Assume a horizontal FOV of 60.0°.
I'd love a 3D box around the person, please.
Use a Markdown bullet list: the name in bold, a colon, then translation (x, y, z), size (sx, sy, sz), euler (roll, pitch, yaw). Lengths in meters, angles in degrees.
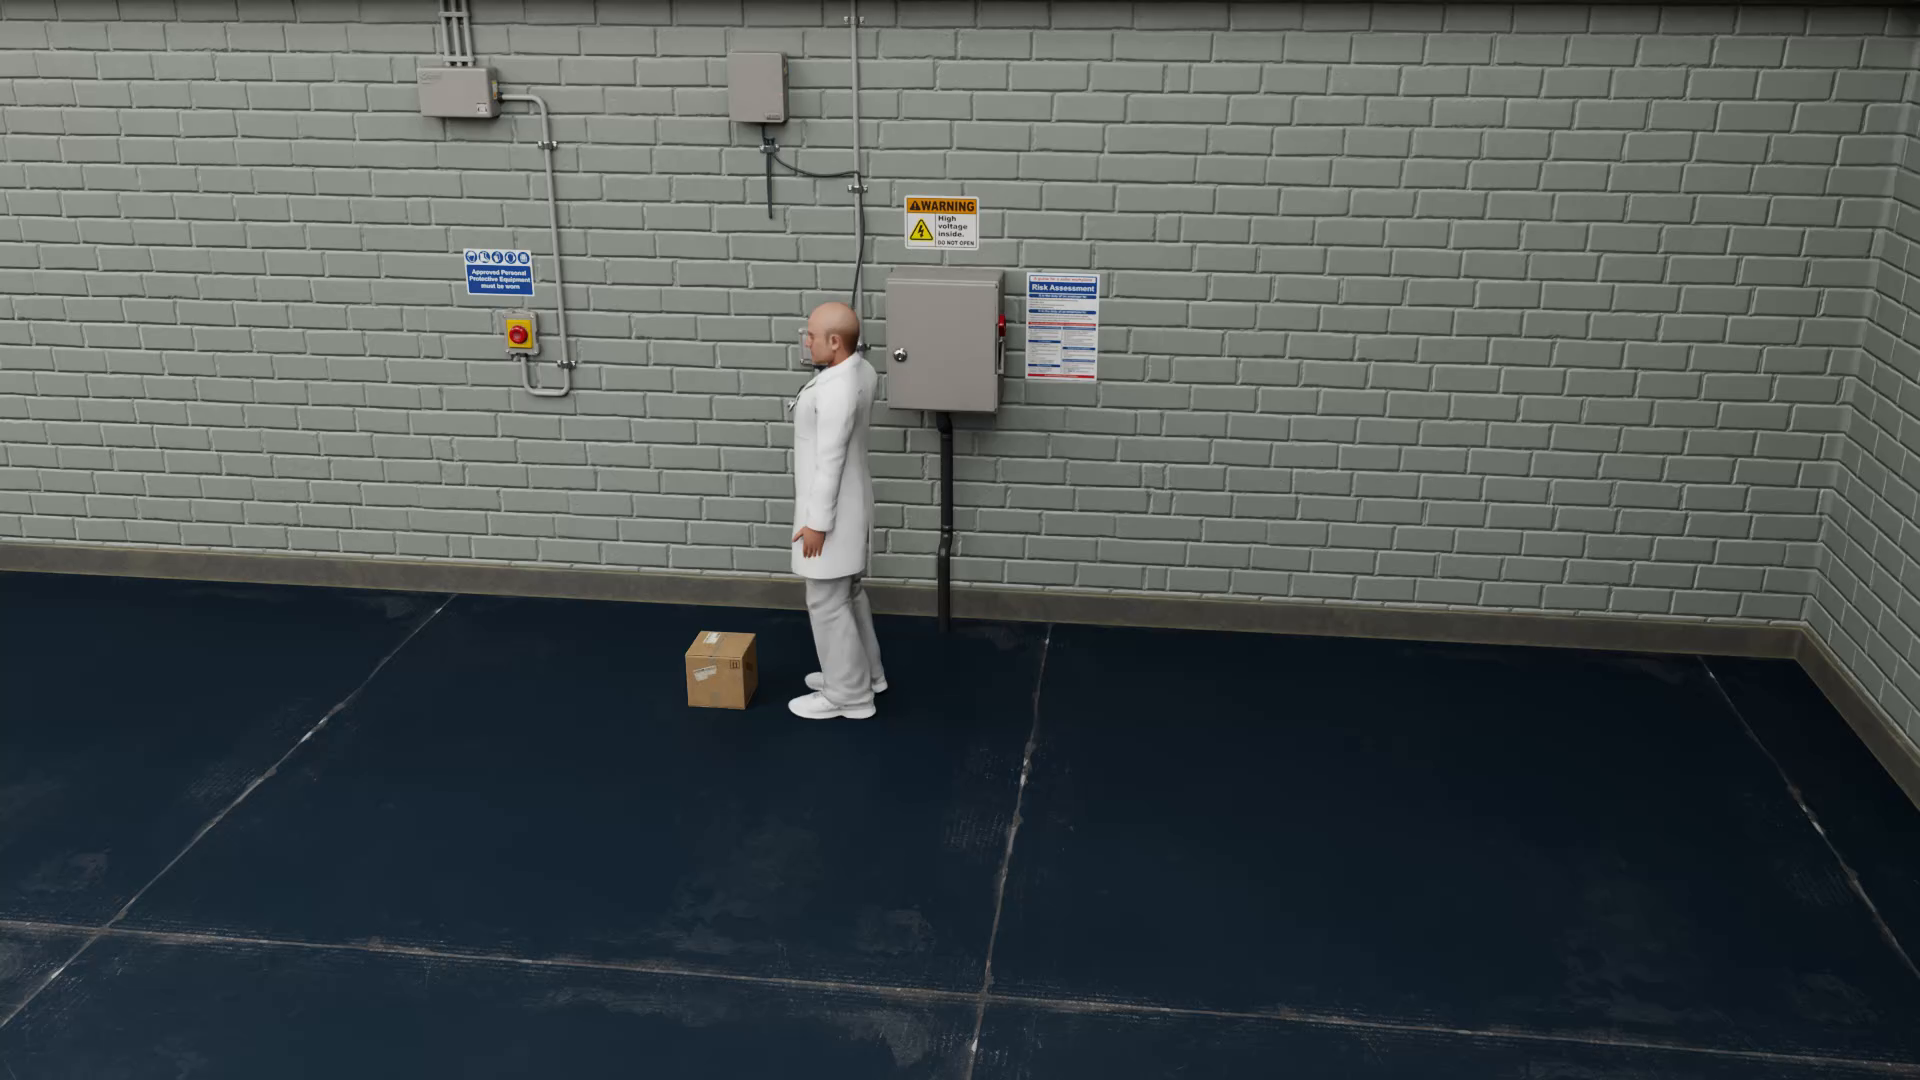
- **person**: translation (-0.530, -0.111, 6.909), size (0.381, 1.781, 0.562), euler (3, 21, 8)
